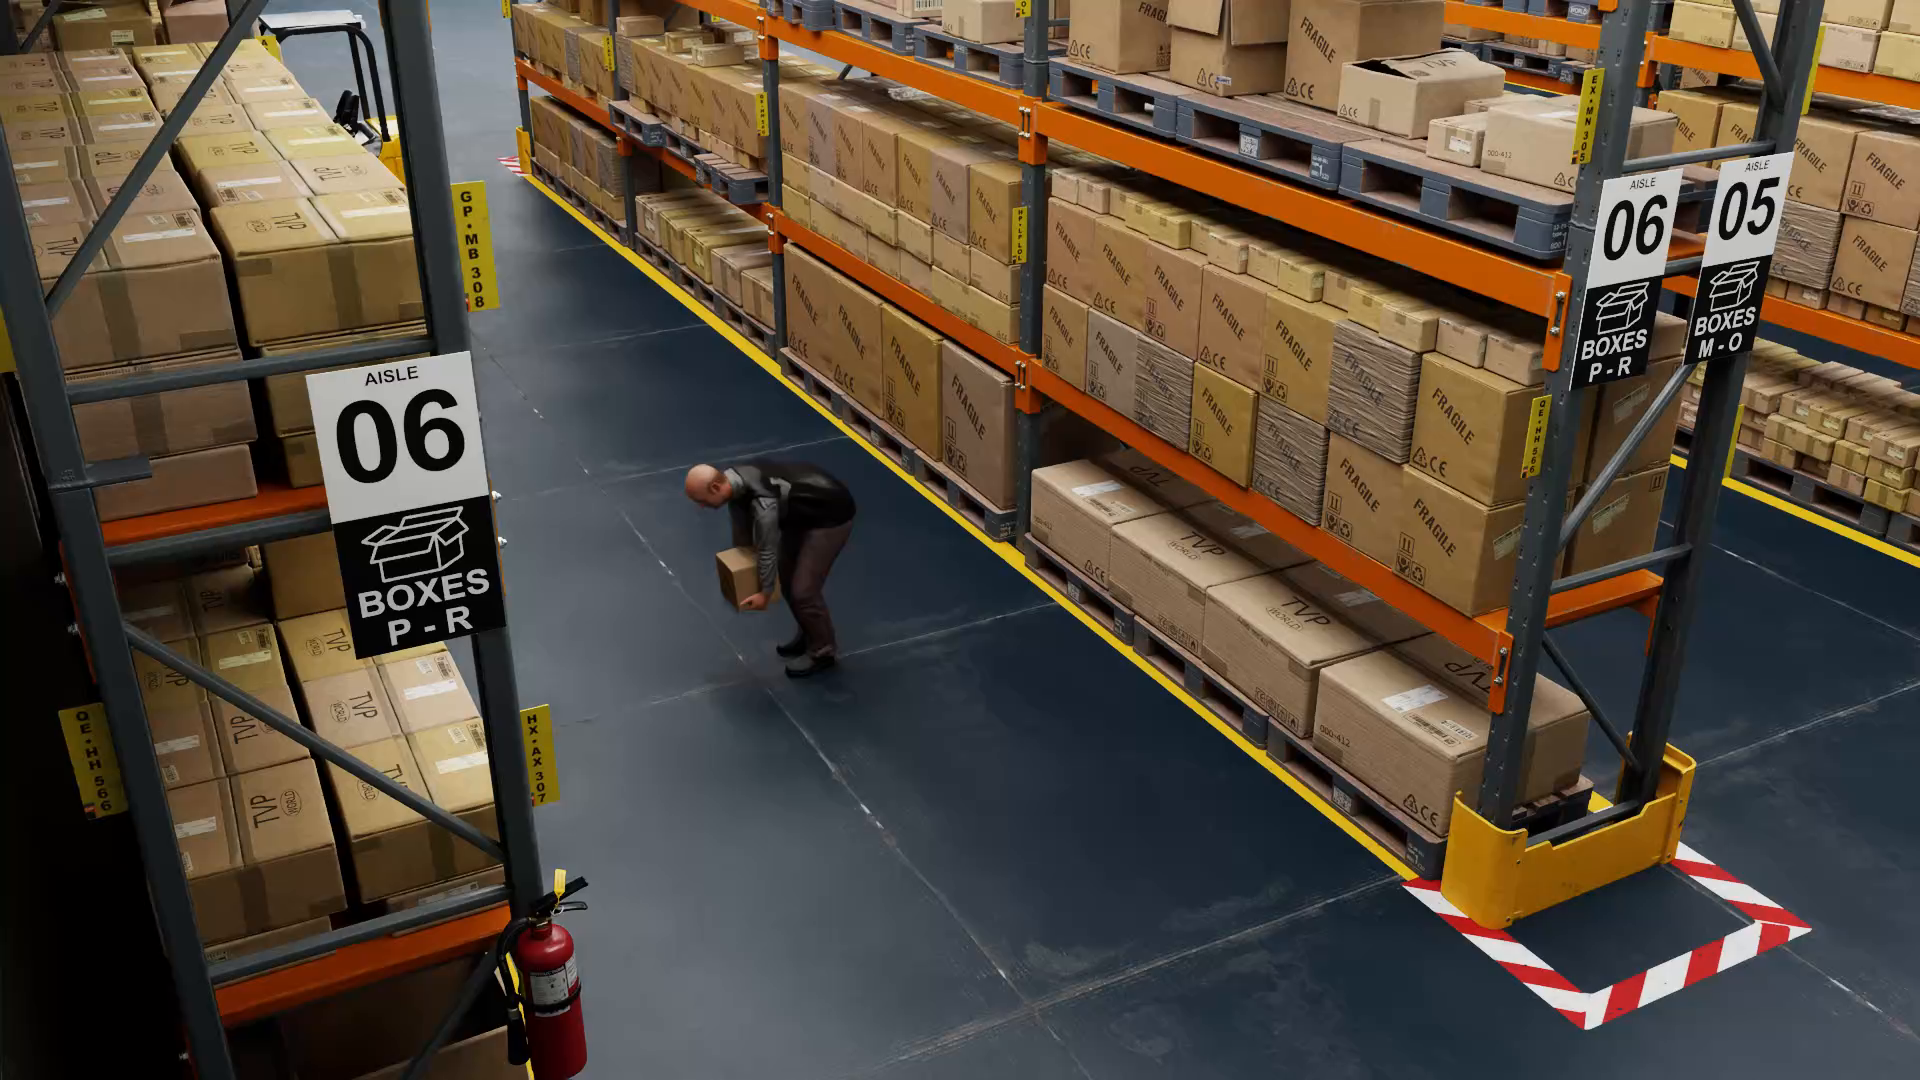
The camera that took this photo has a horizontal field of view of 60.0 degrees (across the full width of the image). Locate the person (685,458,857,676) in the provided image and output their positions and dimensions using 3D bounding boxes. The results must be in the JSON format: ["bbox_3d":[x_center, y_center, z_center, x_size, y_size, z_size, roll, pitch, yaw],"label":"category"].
[{"bbox_3d":[-1.000,0.096,8.884,0.916,1.219,0.463,-14,29,-26],"label":"person"}]
